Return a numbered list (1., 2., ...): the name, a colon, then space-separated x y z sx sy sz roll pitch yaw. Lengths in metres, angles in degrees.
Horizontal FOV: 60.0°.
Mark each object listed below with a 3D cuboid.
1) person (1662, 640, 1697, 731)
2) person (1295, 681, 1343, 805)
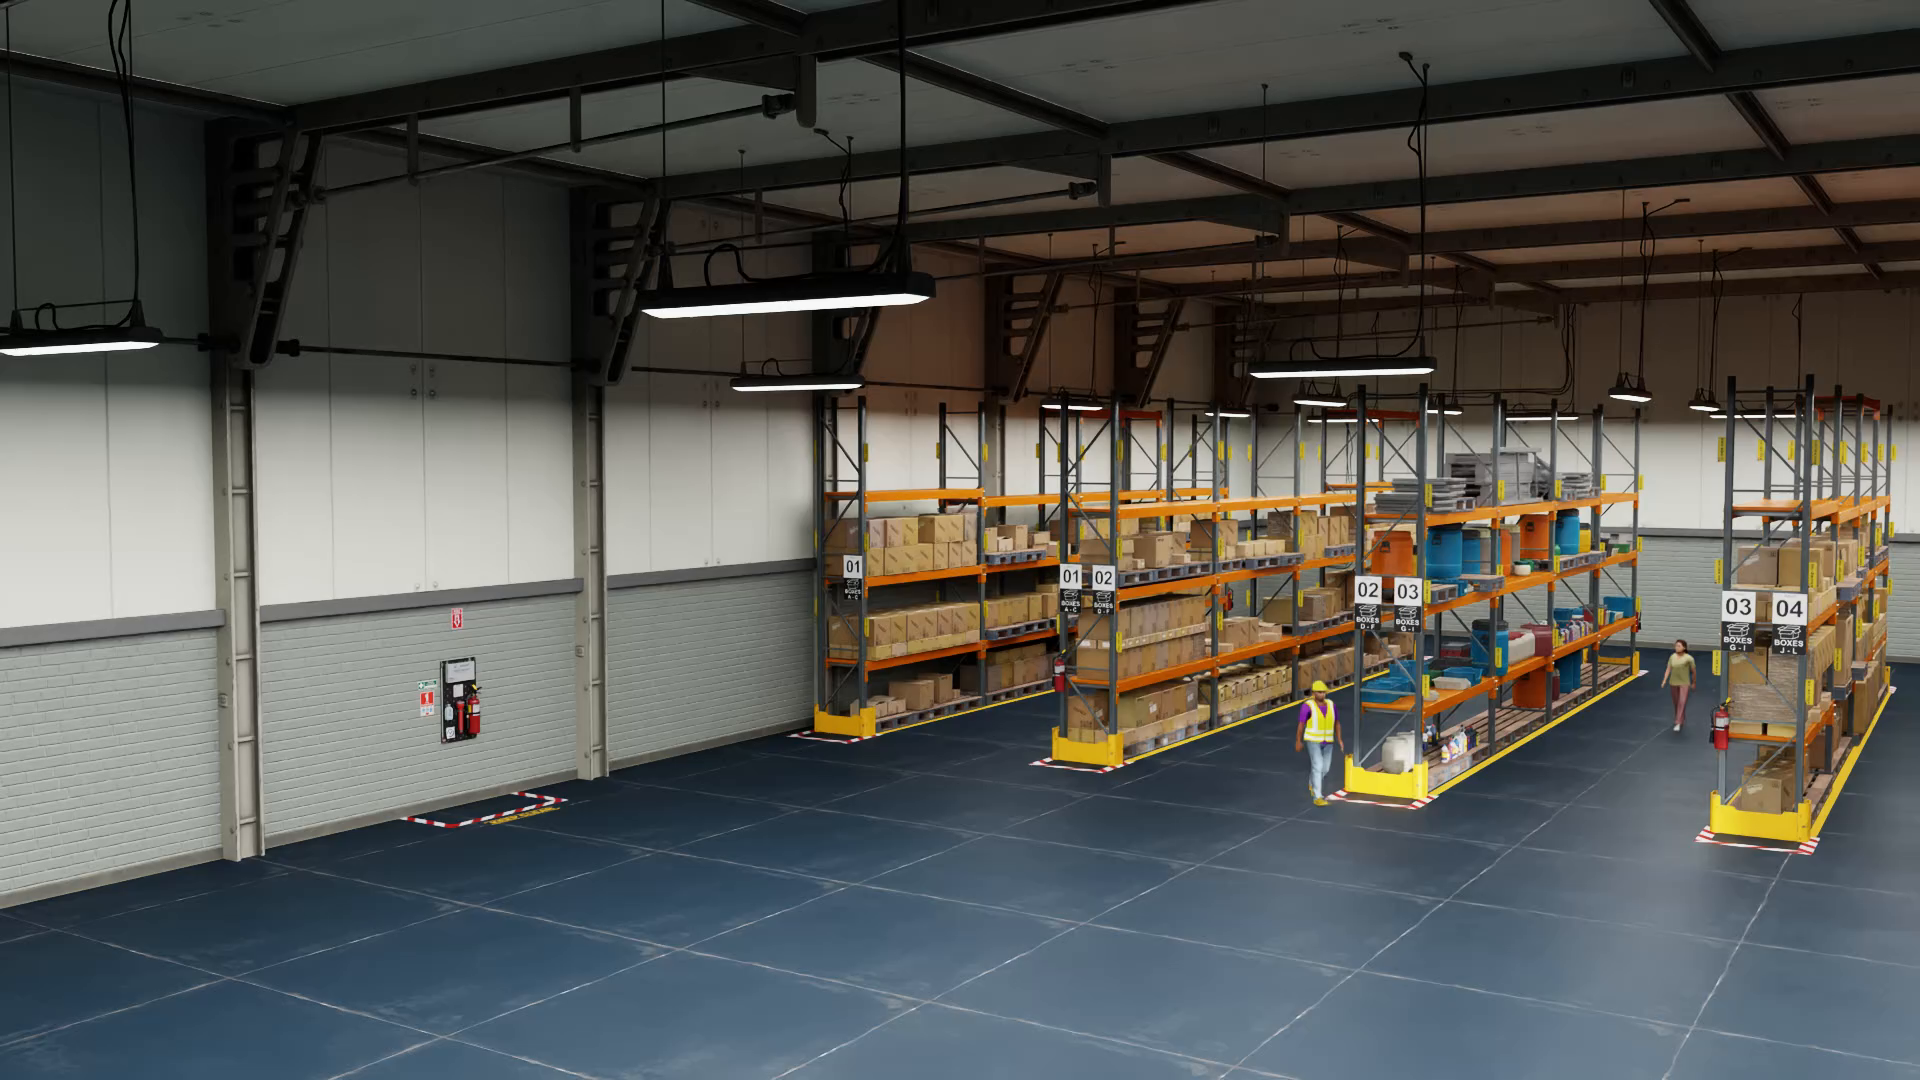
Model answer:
1. person: 12.977 2.597 30.014 0.541 1.603 1.060 2 4 35
2. person: 5.144 2.882 23.824 0.609 1.750 0.869 -1 3 -18
